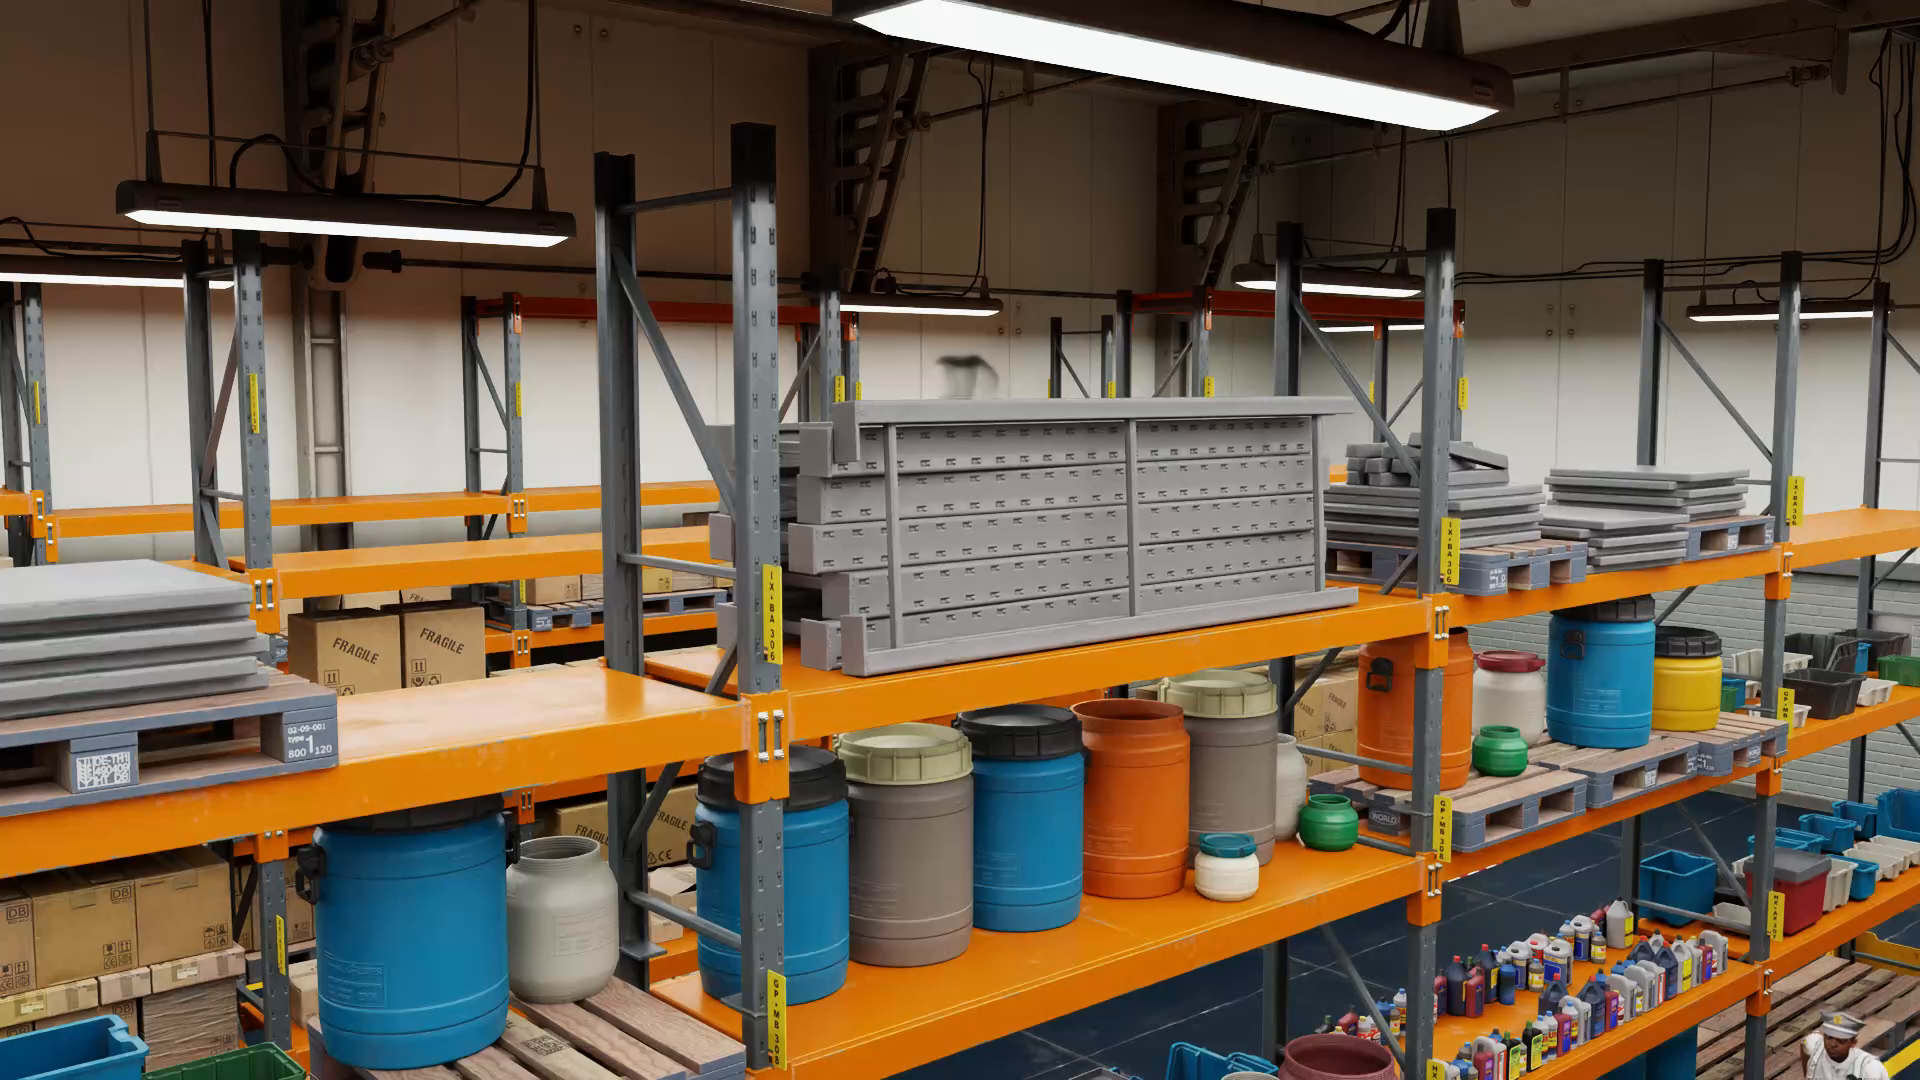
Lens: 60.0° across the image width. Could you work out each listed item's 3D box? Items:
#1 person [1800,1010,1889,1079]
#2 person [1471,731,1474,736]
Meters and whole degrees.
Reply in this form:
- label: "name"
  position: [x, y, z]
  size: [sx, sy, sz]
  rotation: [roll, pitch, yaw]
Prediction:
- label: "person"
  position: [5.085, 3.451, 9.551]
  size: [0.571, 1.681, 0.891]
  rotation: [4, 7, 39]
- label: "person"
  position: [5.742, 2.643, 18.574]
  size: [0.536, 1.573, 0.618]
  rotation: [5, 7, 41]
